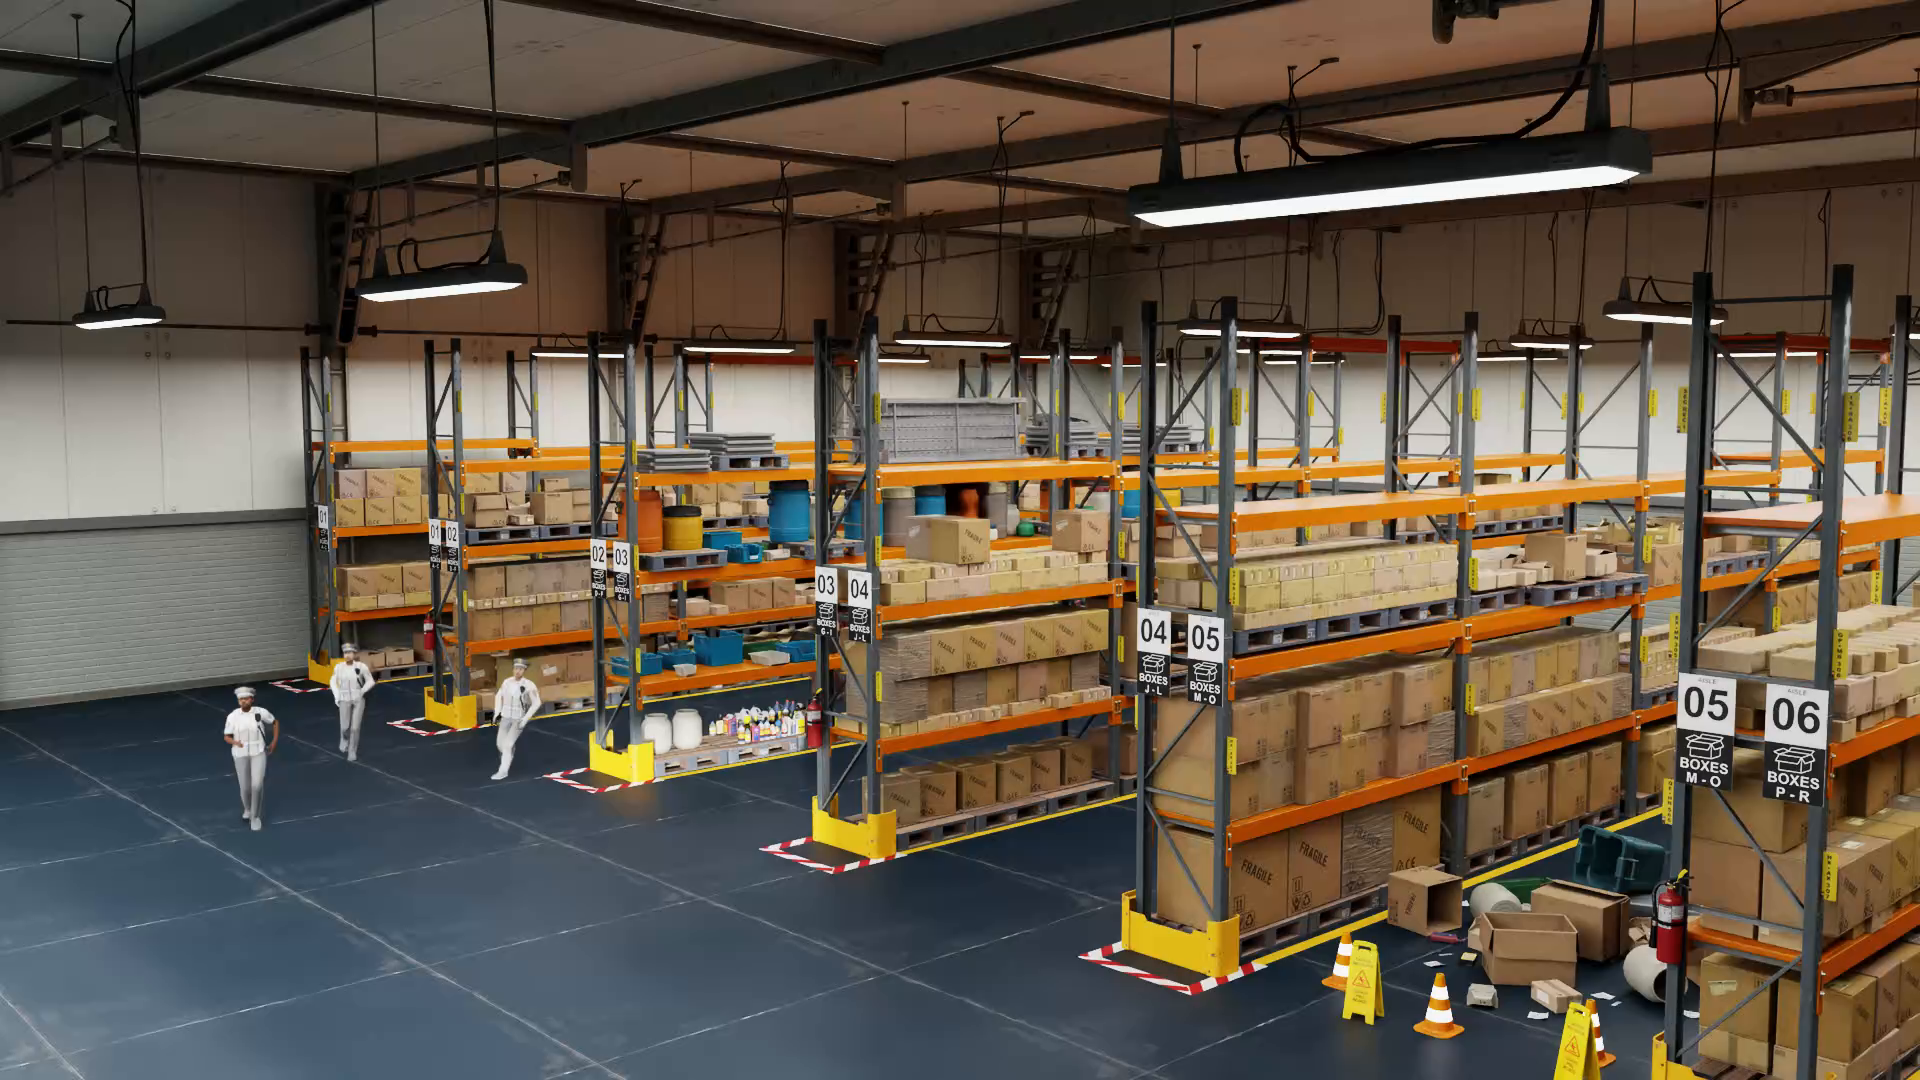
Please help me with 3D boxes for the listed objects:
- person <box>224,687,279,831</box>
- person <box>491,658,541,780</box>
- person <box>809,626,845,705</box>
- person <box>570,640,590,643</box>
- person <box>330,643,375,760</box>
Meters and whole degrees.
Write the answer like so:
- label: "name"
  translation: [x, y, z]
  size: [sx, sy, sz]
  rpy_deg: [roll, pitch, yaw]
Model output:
- label: "person"
  translation: [-8.467, 2.604, 19.872]
  size: [0.581, 1.717, 0.734]
  rpy_deg: [-1, 5, -16]
- label: "person"
  translation: [-5.963, 2.388, 22.379]
  size: [0.651, 1.621, 0.526]
  rpy_deg: [1, 5, 8]
- label: "person"
  translation: [-2.193, 1.904, 27.745]
  size: [0.547, 1.731, 0.741]
  rpy_deg: [5, 7, 44]
- label: "person"
  translation: [-6.777, 1.767, 29.542]
  size: [0.581, 1.599, 0.561]
  rpy_deg: [5, 7, 44]
- label: "person"
  translation: [-8.594, 2.276, 23.506]
  size: [0.598, 1.669, 0.569]
  rpy_deg: [-1, 5, -14]
